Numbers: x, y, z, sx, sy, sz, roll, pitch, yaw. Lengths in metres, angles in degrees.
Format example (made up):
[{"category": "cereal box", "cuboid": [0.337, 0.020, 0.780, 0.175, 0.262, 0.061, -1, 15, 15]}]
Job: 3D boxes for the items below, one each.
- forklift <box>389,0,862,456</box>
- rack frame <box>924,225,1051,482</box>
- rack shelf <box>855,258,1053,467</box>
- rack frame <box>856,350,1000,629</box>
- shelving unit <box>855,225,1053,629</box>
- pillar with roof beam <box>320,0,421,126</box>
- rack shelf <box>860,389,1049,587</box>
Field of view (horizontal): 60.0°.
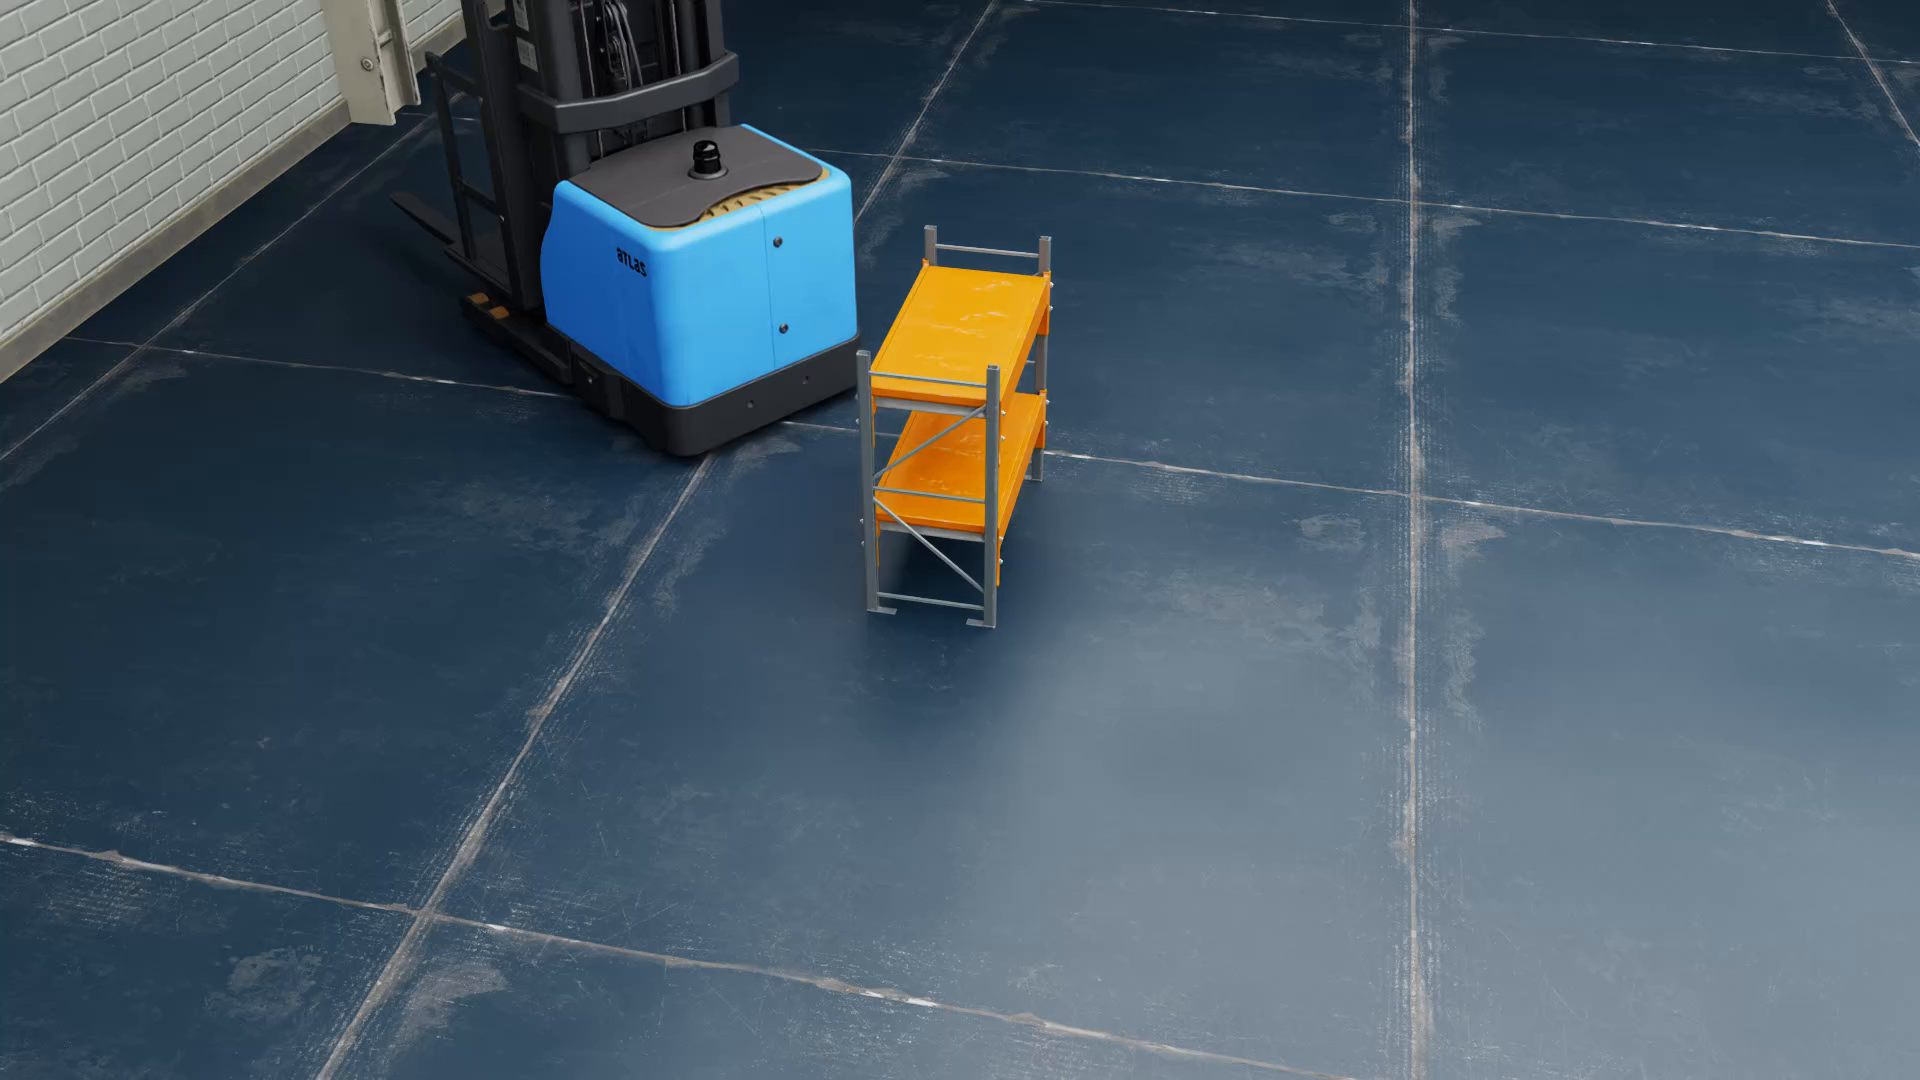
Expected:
[{"category": "forklift", "cuboid": [-1.807, -2.329, 7.466, 1.130, 2.935, 3.031, -28, 44, -33]}, {"category": "rack frame", "cuboid": [0.107, -0.743, 6.817, 0.500, 1.125, 0.032, 7, 37, 10]}, {"category": "rack shelf", "cuboid": [-0.001, -0.689, 6.243, 0.538, 0.278, 1.000, 7, 37, 10]}, {"category": "rack frame", "cuboid": [-0.110, -0.160, 6.012, 0.500, 1.125, 0.032, 7, 37, 10]}, {"category": "shelving unit", "cuboid": [-0.001, -0.452, 6.415, 0.538, 1.125, 1.048, 7, 37, 10]}, {"category": "pillar with roof beam", "cuboid": [0.583, -5.801, 7.085, 9.100, 9.000, 0.400, 7, 37, 10]}, {"category": "rack shelf", "cuboid": [-0.001, -0.254, 6.558, 0.538, 0.278, 1.000, 7, 37, 10]}]
